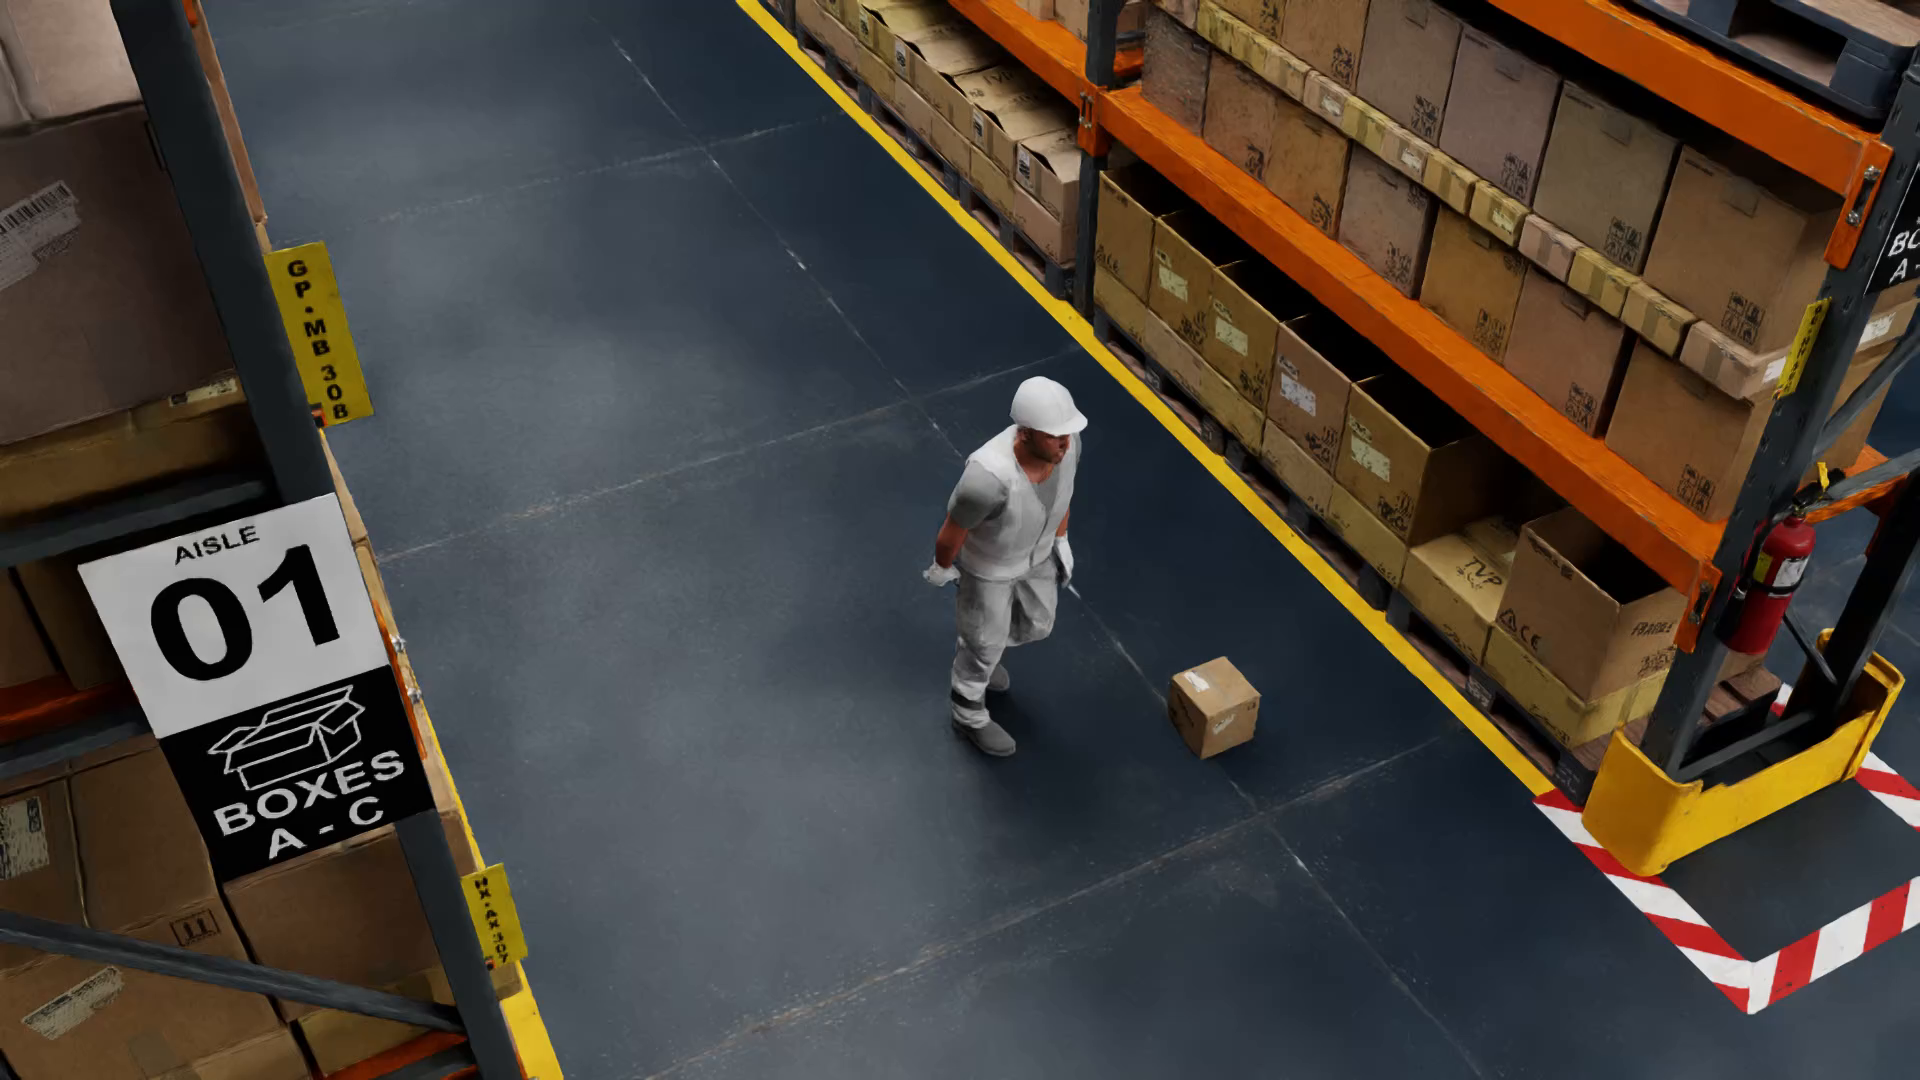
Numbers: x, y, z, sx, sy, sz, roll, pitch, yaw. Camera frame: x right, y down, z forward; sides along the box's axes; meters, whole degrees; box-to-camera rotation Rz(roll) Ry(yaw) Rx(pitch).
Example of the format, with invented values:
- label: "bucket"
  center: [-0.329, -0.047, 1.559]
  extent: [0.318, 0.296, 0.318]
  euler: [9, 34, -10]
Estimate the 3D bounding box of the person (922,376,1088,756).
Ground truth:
- label: "person"
  center: [0.160, 0.067, 6.081]
  extent: [0.535, 1.757, 0.683]
  euler: [-33, 51, -32]
